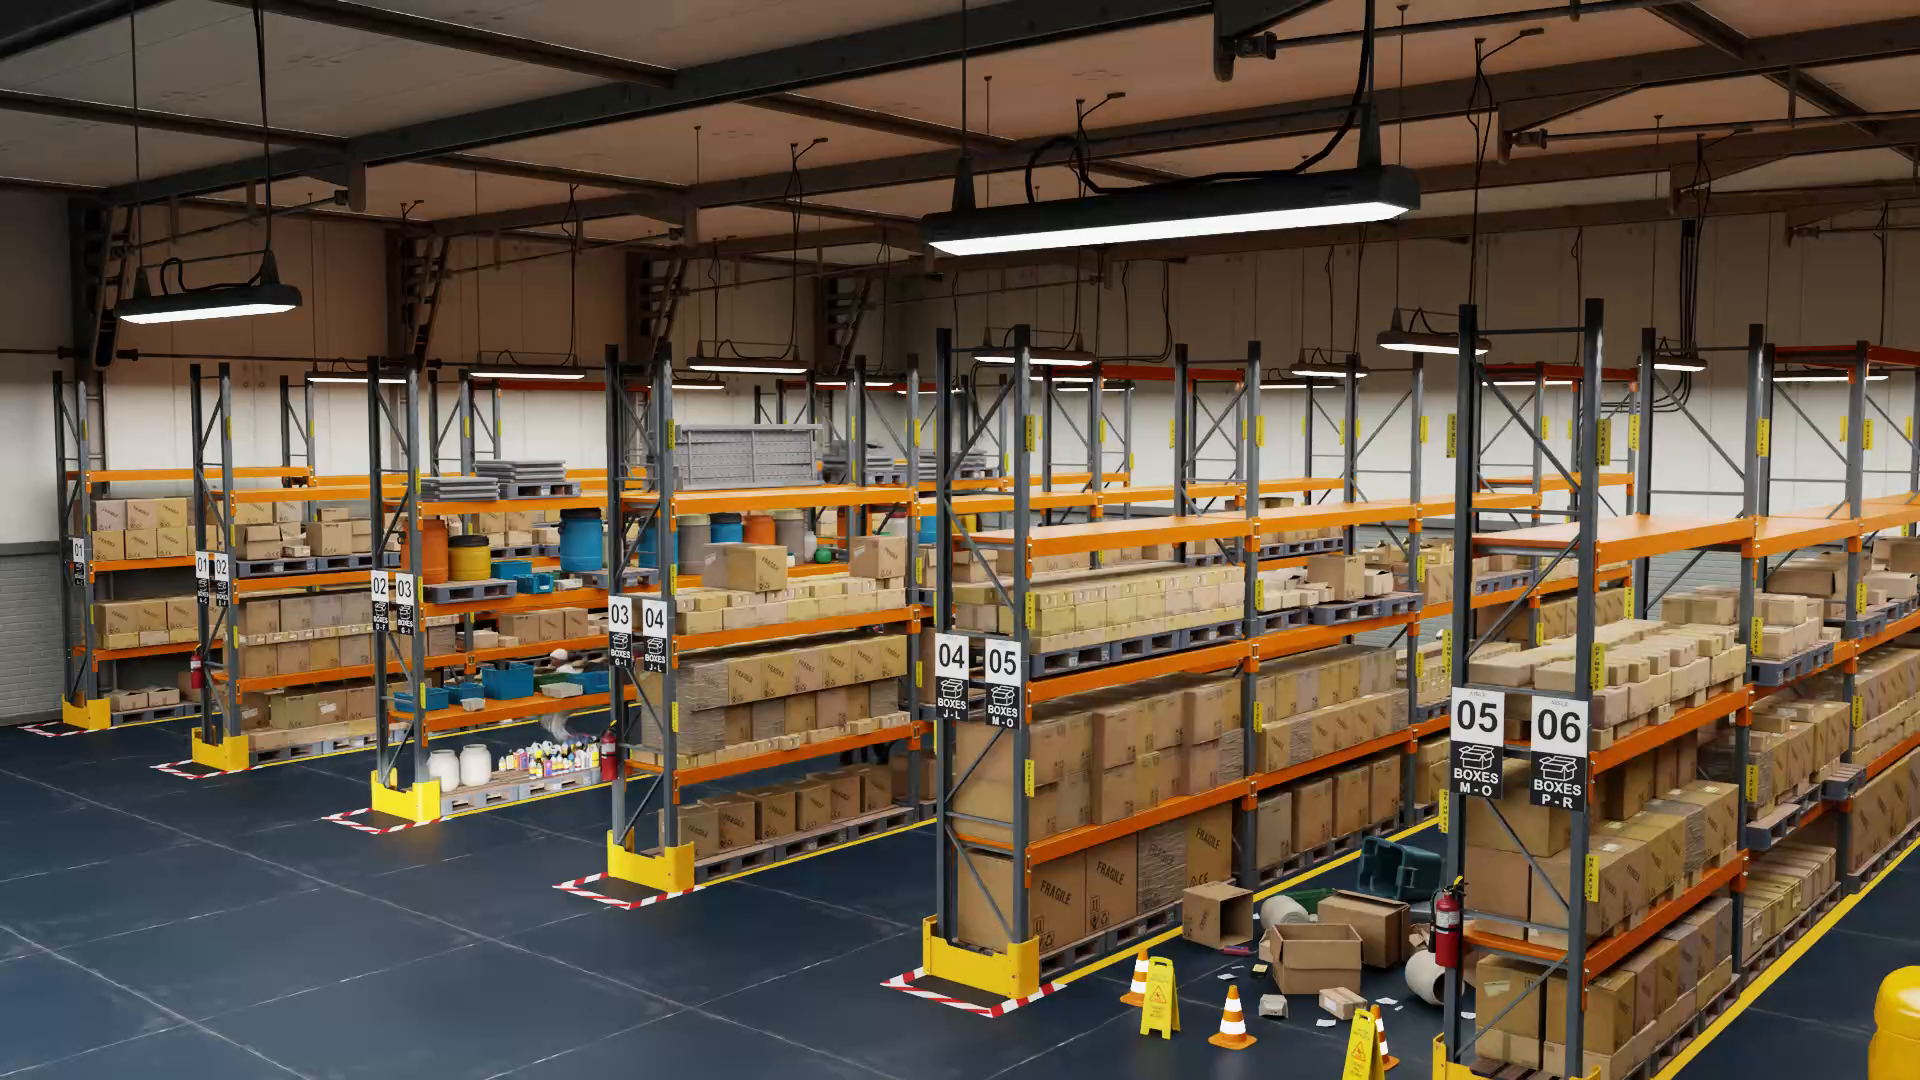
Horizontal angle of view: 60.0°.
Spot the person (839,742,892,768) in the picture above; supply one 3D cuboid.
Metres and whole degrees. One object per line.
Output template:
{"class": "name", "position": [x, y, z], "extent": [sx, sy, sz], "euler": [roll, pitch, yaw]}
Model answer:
{"class": "person", "position": [-1.359, 2.577, 23.898], "extent": [0.700, 1.800, 1.046], "euler": [3, 5, 40]}

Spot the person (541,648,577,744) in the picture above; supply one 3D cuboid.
{"class": "person", "position": [-6.059, 2.495, 25.274], "extent": [0.606, 1.720, 0.807], "euler": [-2, 4, -20]}

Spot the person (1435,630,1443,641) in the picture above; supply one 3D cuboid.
{"class": "person", "position": [7.895, 2.335, 27.119], "extent": [0.651, 1.754, 0.876], "euler": [3, 5, 35]}
